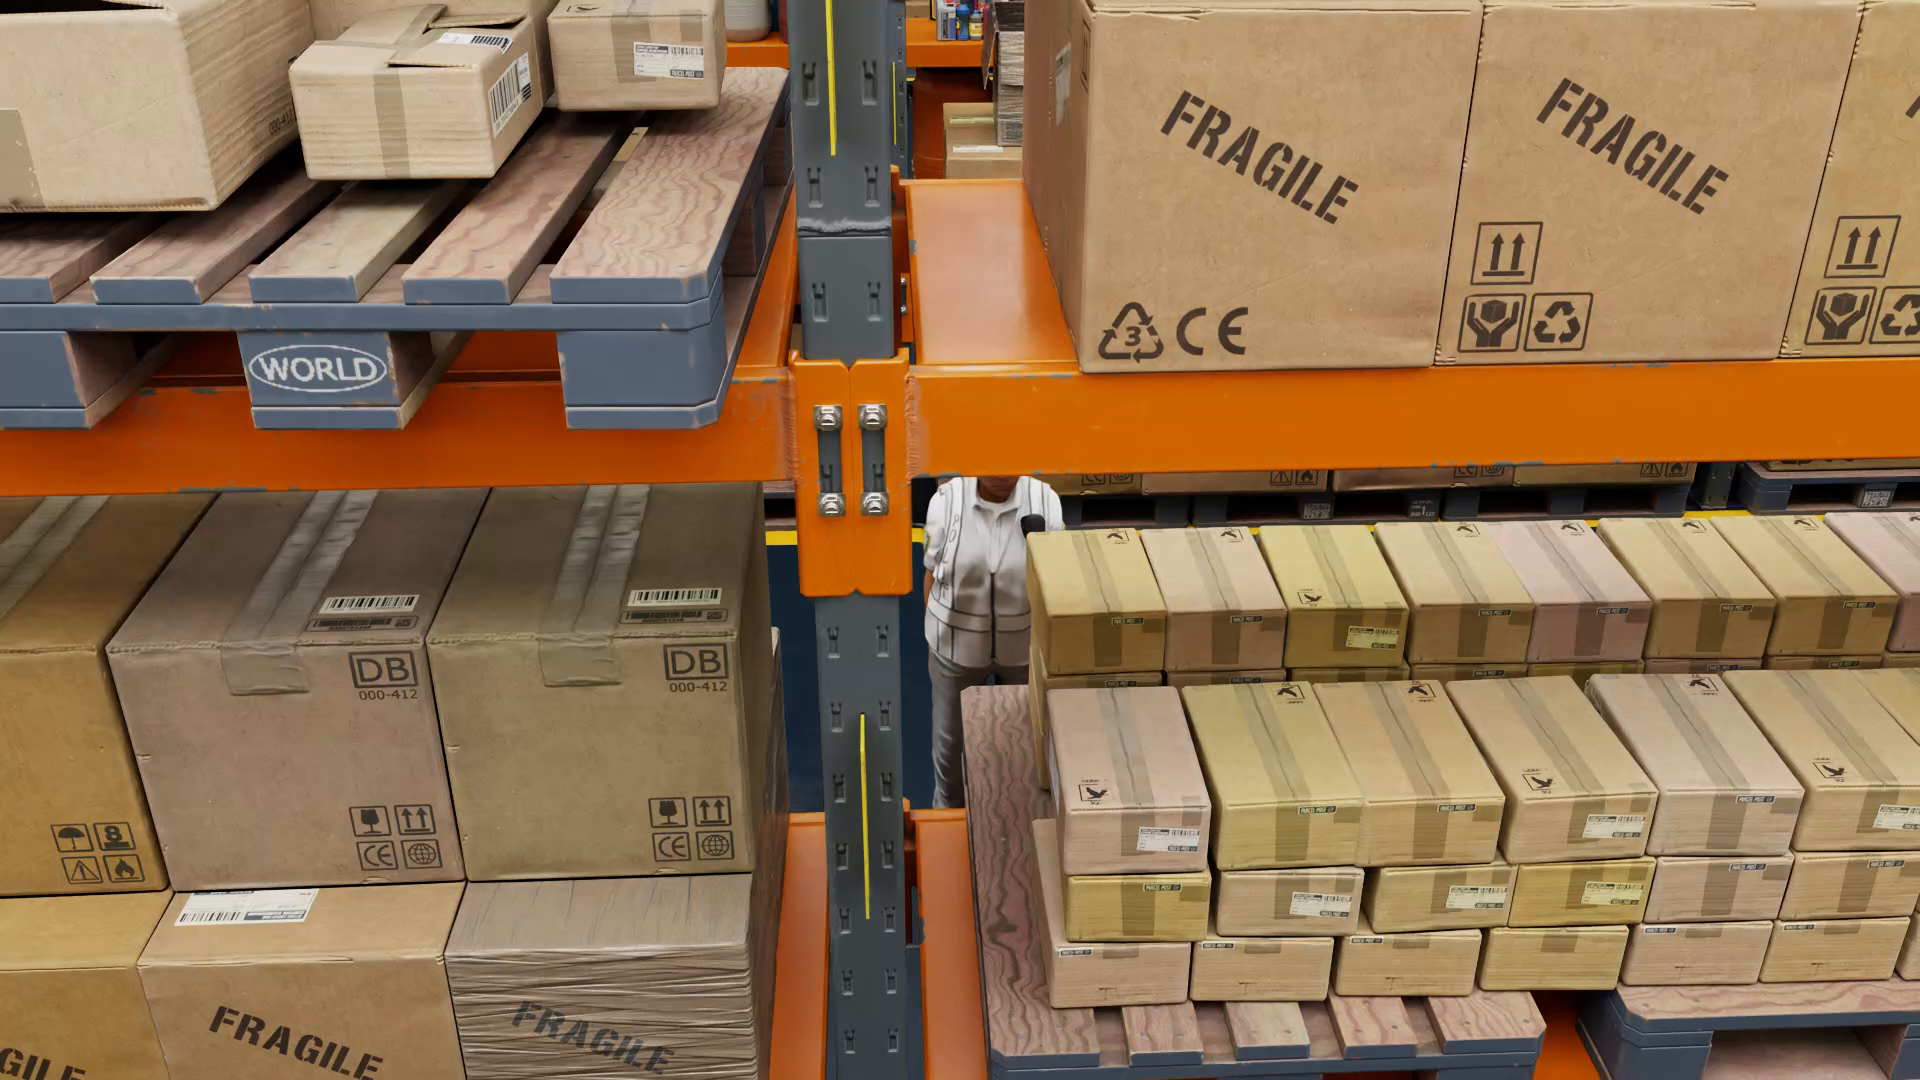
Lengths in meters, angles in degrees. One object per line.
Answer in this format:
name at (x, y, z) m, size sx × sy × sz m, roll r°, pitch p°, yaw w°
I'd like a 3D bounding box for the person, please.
person at (0.117, 0.356, 5.446) m, size 0.467 × 1.664 × 0.390 m, roll -1°, pitch 28°, yaw -1°
